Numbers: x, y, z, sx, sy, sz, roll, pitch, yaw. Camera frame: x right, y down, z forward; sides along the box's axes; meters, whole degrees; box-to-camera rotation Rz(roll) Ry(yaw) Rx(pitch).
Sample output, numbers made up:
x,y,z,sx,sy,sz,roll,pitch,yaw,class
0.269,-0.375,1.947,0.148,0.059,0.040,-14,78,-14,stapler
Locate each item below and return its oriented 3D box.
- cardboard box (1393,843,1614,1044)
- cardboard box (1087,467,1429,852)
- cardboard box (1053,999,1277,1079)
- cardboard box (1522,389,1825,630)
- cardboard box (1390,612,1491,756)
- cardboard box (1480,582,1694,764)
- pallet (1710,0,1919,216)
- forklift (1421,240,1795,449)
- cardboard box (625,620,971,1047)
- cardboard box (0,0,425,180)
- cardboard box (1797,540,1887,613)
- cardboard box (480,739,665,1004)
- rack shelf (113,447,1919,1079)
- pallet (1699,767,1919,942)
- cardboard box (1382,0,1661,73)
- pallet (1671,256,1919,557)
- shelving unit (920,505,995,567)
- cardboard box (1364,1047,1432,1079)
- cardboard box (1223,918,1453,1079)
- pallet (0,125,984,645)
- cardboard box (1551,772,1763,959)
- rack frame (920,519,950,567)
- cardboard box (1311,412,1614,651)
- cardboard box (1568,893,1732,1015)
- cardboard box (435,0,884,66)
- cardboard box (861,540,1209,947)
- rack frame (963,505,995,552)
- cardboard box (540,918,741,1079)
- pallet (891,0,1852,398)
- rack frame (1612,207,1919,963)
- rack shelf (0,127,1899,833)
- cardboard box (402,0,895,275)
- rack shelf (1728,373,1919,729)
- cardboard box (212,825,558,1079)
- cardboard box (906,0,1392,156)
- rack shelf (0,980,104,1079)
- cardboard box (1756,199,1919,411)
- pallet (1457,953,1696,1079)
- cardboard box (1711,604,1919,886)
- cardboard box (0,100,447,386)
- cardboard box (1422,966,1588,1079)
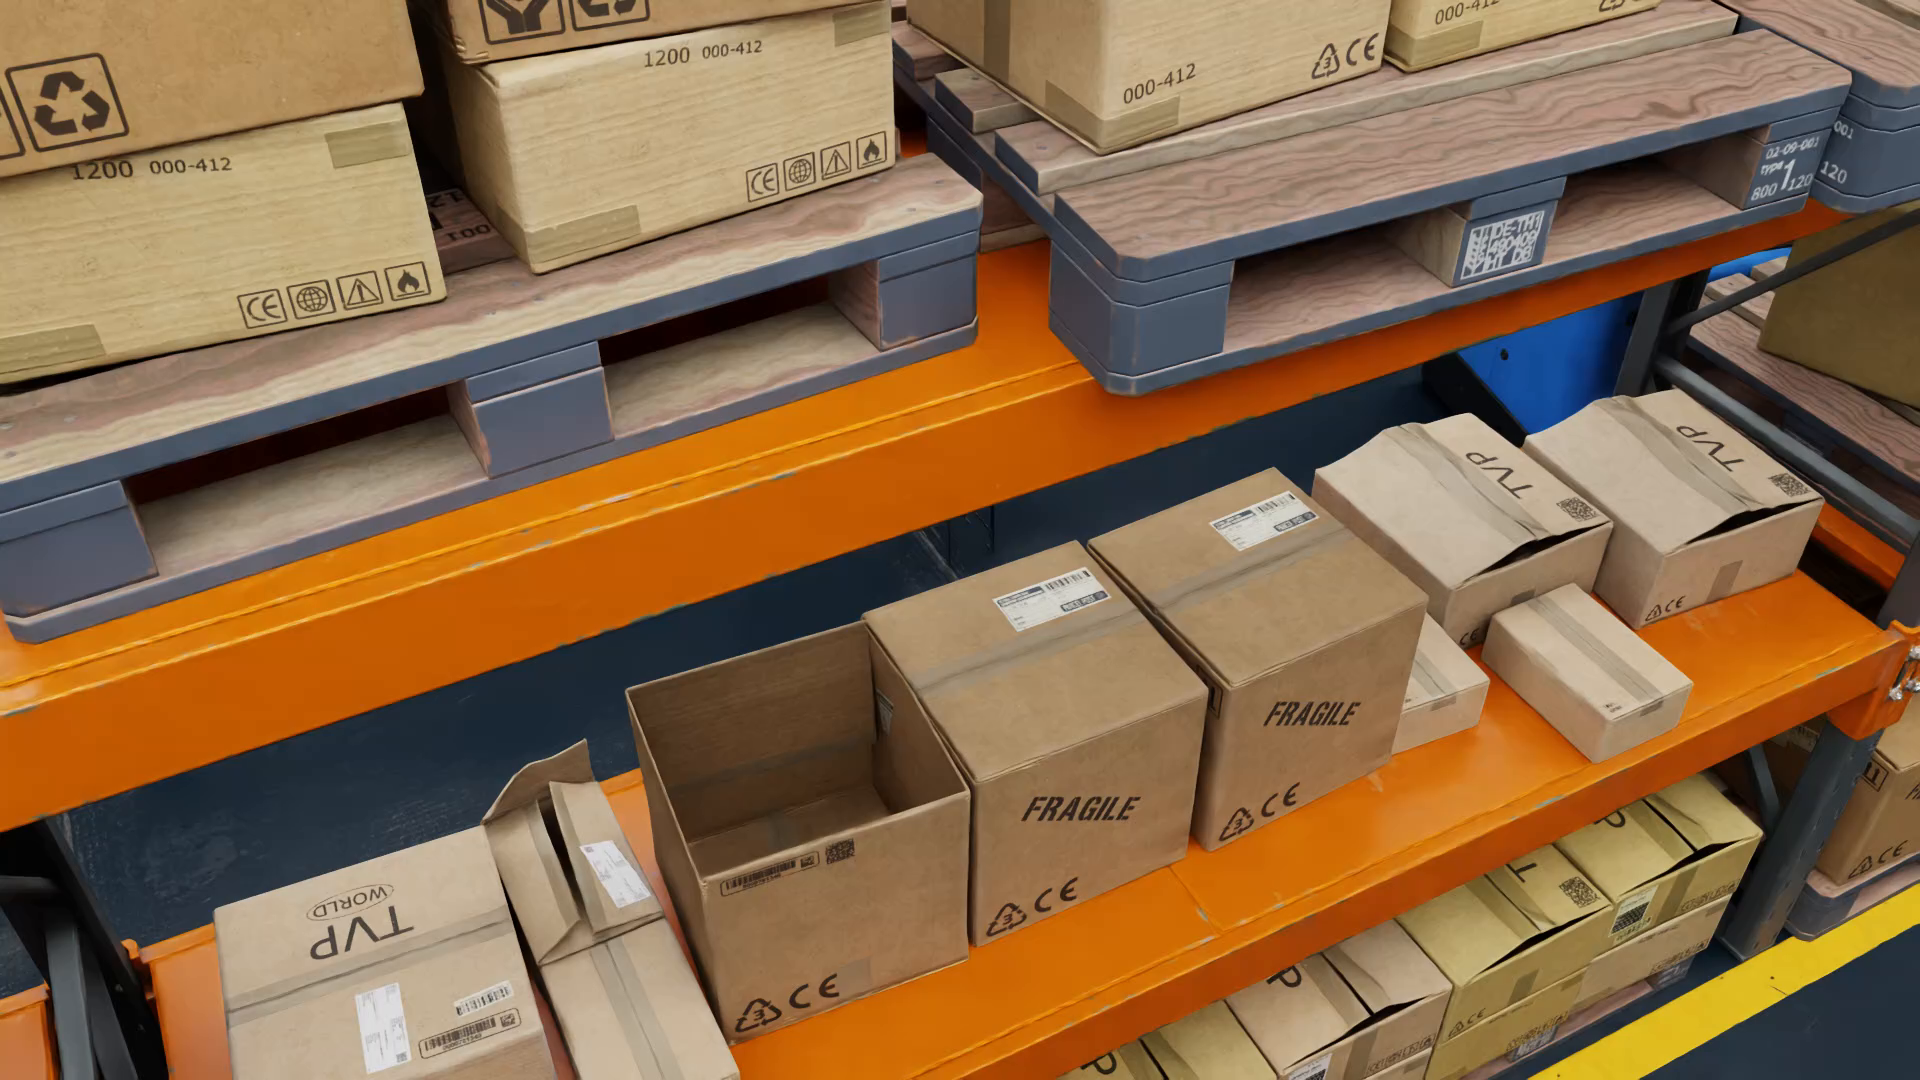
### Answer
x,y,z,sx,sy,sz,roll,pitch,yaw,class
1.276,0.904,4.229,0.500,0.311,0.500,-19,44,-21,cardboard box
0.604,0.245,3.562,0.500,0.500,0.500,-21,45,-23,cardboard box
0.382,1.202,3.878,0.500,0.311,0.500,-17,43,-19,cardboard box
1.742,-0.110,4.127,0.500,0.311,0.500,-16,43,-18,cardboard box
0.980,0.282,3.790,0.250,0.149,0.380,-15,43,-18,cardboard box
1.415,0.296,3.774,0.250,0.149,0.380,-19,44,-21,cardboard box
1.524,-1.046,2.989,1.003,0.211,1.213,-17,43,-19,pallet
3.505,-1.731,6.026,3.031,2.935,1.130,-10,41,-11,forklift
-0.307,0.551,3.199,0.500,0.500,0.500,-16,43,-18,cardboard box
-0.898,-0.729,1.678,0.500,0.500,0.500,-18,43,-20,cardboard box
2.806,0.145,5.351,0.500,0.500,0.500,-17,43,-19,cardboard box
-0.768,0.650,3.264,0.258,0.266,0.396,-20,44,-22,cardboard box
0.311,0.644,3.724,4.000,0.370,1.077,-19,44,-21,rack shelf
2.764,0.636,5.335,1.213,0.211,1.003,-19,44,-21,pallet
0.739,-0.976,2.551,0.500,0.250,0.500,-19,44,-21,cardboard box
2.654,-0.396,4.545,1.003,0.211,1.213,-19,44,-21,pallet
-0.013,-0.454,5.857,0.189,1.200,0.258,-19,44,-21,shelving unit
0.828,1.263,4.239,0.500,0.250,0.500,-18,43,-20,cardboard box
0.827,1.053,4.053,0.500,0.311,0.500,-19,44,-21,cardboard box
-0.687,-0.376,2.199,1.217,0.209,0.805,-20,44,-22,pallet
1.734,0.746,4.417,0.500,0.311,0.500,-17,43,-20,cardboard box
-0.094,-0.426,5.825,0.006,1.200,0.240,-19,44,-21,rack frame
1.202,-0.037,4.041,0.500,0.311,0.500,-19,44,-21,cardboard box
1.731,0.959,4.599,0.500,0.250,0.500,-18,43,-20,cardboard box
-0.403,-0.912,1.895,0.500,0.500,0.500,-15,42,-17,cardboard box
0.137,0.402,3.376,0.500,0.500,0.500,-19,44,-21,cardboard box
0.068,-0.481,5.890,0.006,1.200,0.240,-19,44,-21,rack frame
-0.583,0.915,3.041,0.250,0.149,0.380,-19,44,-21,cardboard box
0.534,-0.711,2.592,1.213,0.211,1.003,-17,43,-19,pallet
2.085,-0.227,4.197,0.127,3.000,1.000,-19,44,-21,rack frame
0.311,-0.500,2.755,4.000,0.370,1.077,-19,44,-21,rack shelf
-0.426,-0.625,2.136,0.500,0.250,0.500,-23,45,-25,cardboard box
3.859,-0.549,5.134,4.000,0.370,1.077,-19,44,-21,rack shelf
-1.046,0.852,3.038,0.500,0.250,0.500,-16,43,-18,cardboard box
0.261,-0.817,2.363,0.500,0.250,0.500,-22,45,-24,cardboard box
-3.237,1.838,2.314,4.000,0.370,1.077,-19,44,-21,rack shelf
2.591,-0.678,4.327,0.700,0.500,0.500,31,49,31,cardboard box
1.337,1.061,4.834,1.213,0.211,1.003,-19,44,-21,pallet
2.621,0.587,4.829,0.500,0.500,0.500,-17,43,-19,cardboard box
-0.912,-0.460,1.941,0.500,0.250,0.500,-14,42,-16,cardboard box
1.275,1.115,4.415,0.500,0.250,0.500,-19,44,-21,cardboard box
